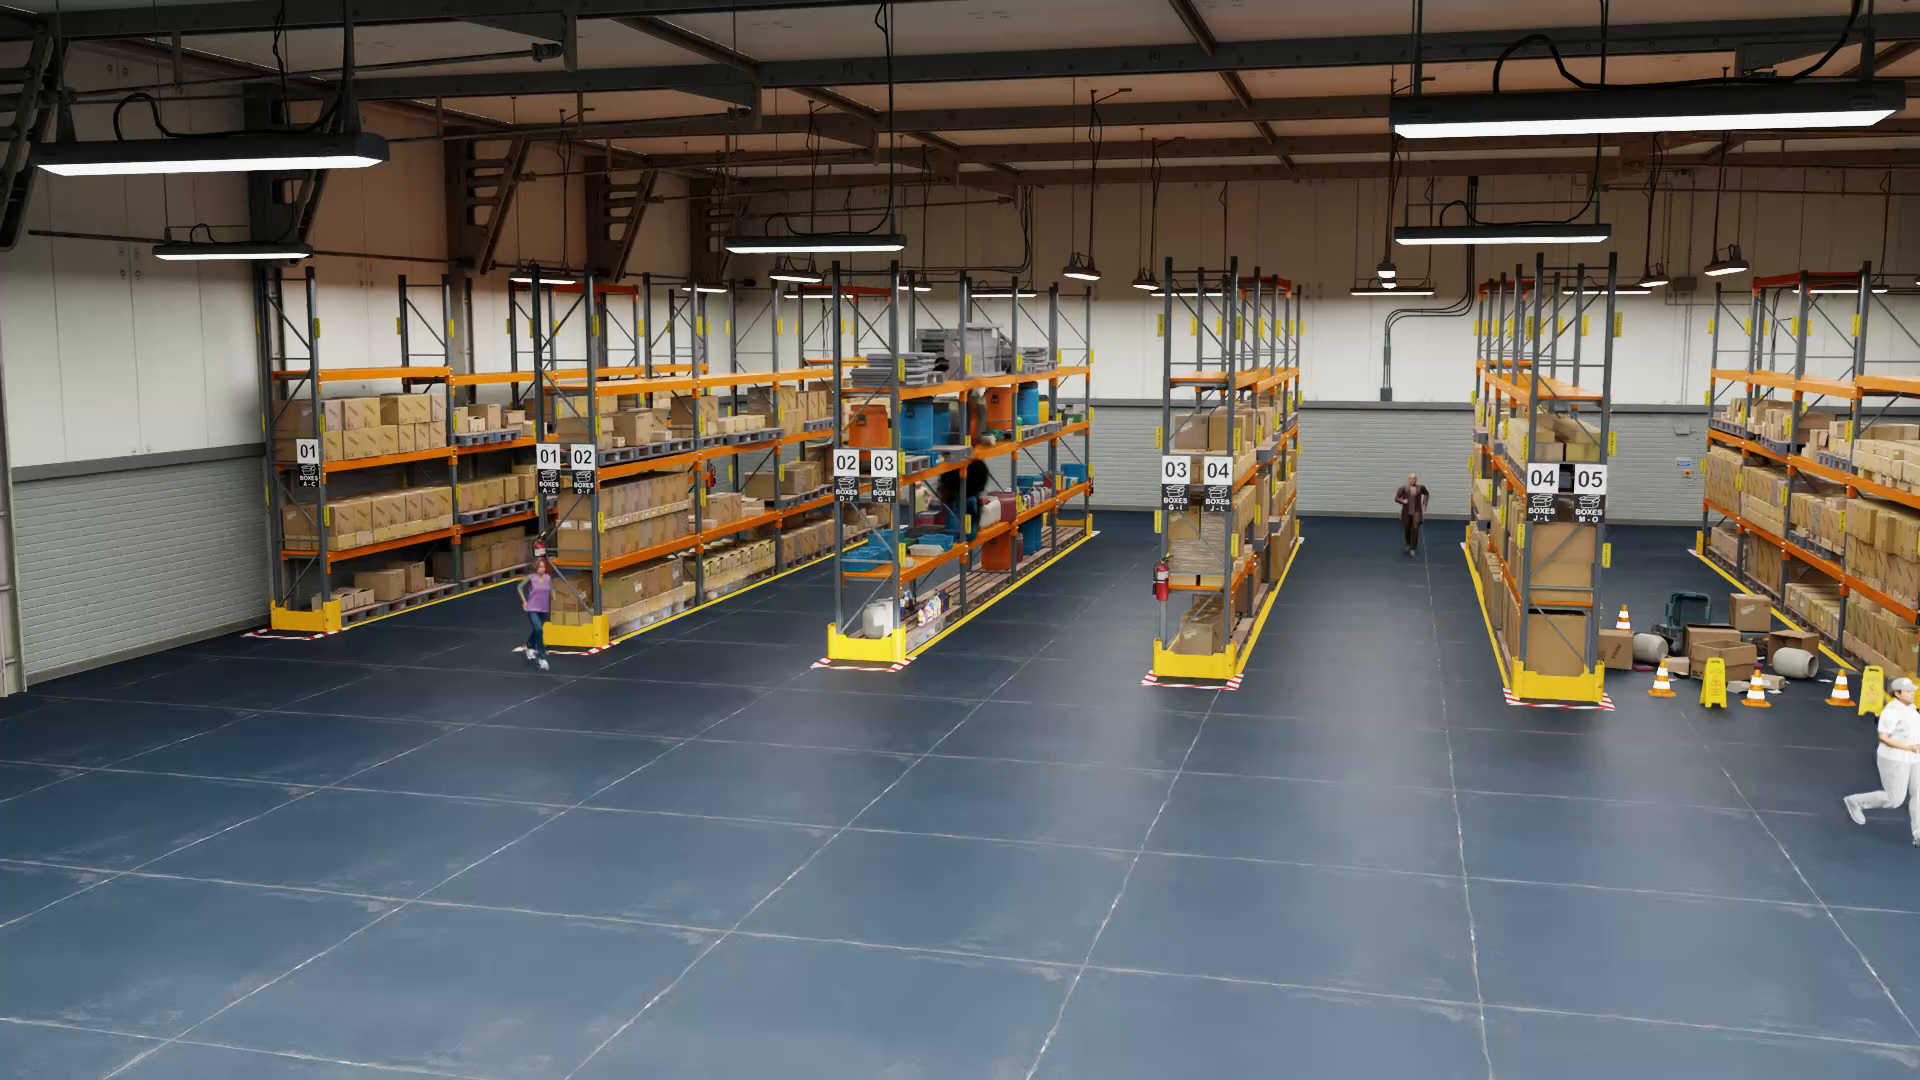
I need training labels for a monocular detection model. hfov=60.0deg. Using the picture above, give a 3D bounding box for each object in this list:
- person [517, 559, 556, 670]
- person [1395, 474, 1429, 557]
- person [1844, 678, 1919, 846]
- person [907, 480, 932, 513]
[{"bbox_3d":[-6.307,1.073,24.821,0.485,1.619,0.848,-7,10,-44],"label":"person"},{"bbox_3d":[10.005,-0.578,36.866,0.720,1.794,1.042,2,8,18],"label":"person"},{"bbox_3d":[9.176,2.145,16.207,0.621,1.633,0.932,-5,9,-33],"label":"person"},{"bbox_3d":[-0.942,-0.619,37.890,0.555,1.685,0.683,1,7,9],"label":"person"}]
